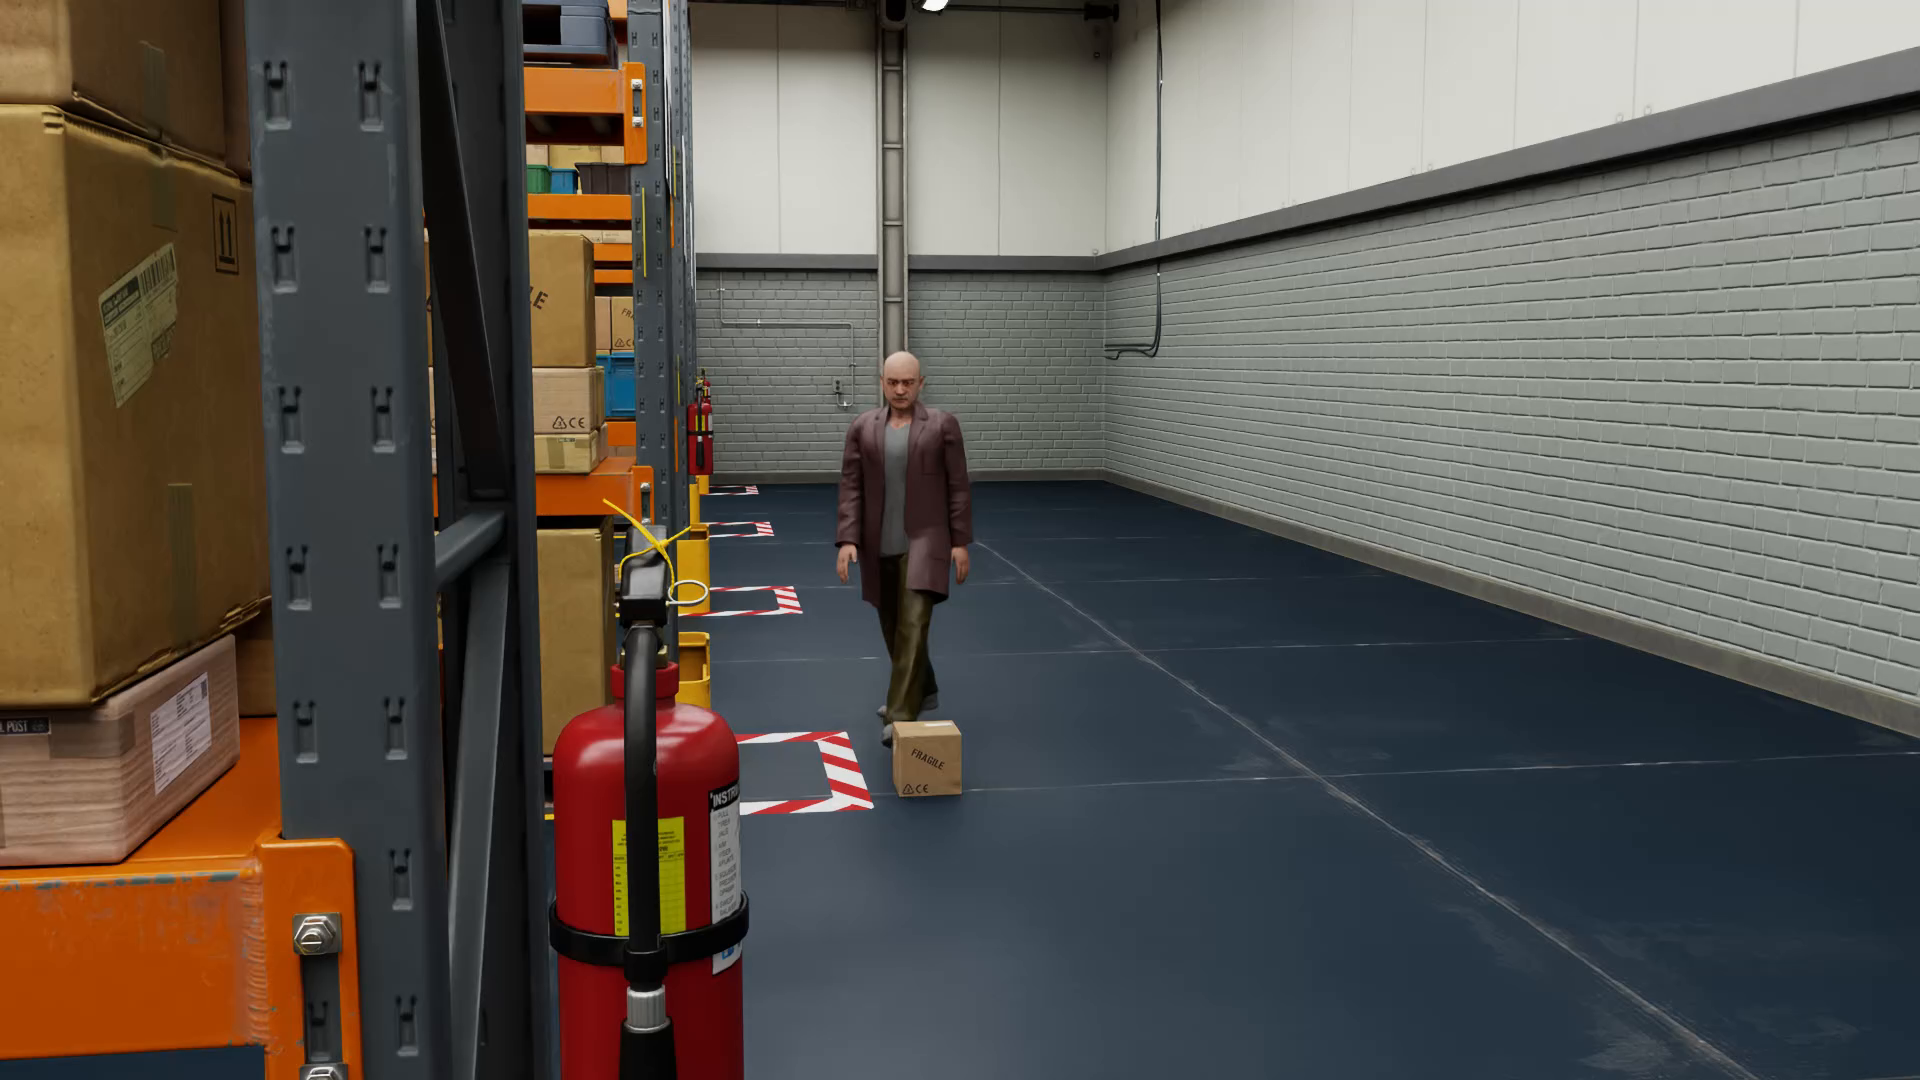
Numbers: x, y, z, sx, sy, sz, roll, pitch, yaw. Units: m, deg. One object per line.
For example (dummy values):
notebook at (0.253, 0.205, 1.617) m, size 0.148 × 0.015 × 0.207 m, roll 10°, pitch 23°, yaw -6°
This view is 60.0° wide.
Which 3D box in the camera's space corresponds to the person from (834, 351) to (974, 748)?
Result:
person at (-0.279, 0.030, 7.440) m, size 0.579 × 1.740 × 1.042 m, roll 2°, pitch 7°, yaw 20°
